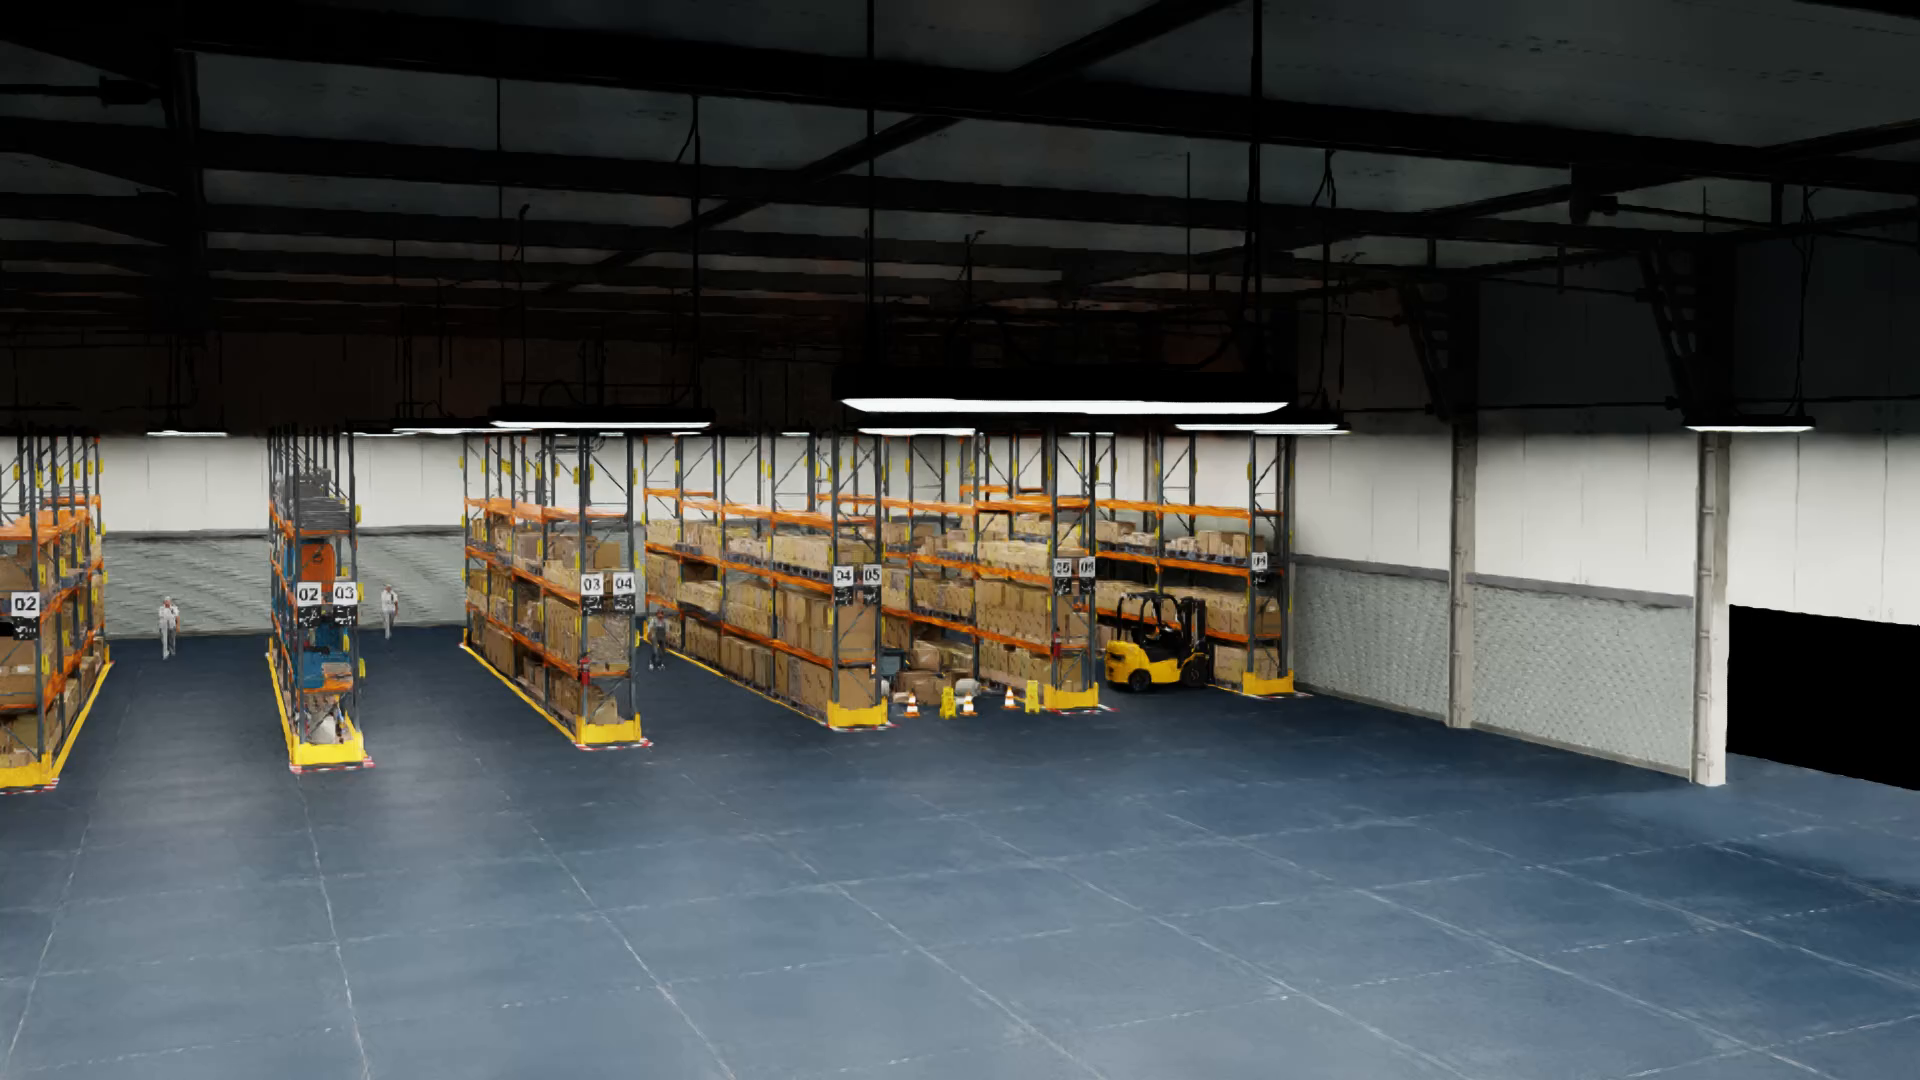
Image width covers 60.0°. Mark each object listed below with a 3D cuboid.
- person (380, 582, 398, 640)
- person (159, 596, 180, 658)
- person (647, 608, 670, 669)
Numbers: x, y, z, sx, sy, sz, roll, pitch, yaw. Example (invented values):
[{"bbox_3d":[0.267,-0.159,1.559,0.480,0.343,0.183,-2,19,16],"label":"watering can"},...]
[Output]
[{"bbox_3d":[-16.271,2.007,47.424,0.461,1.626,0.990,-2,4,-25],"label":"person"},{"bbox_3d":[-20.662,2.261,43.474,0.493,1.604,1.000,-2,4,-25],"label":"person"},{"bbox_3d":[-7.472,2.497,41.188,0.566,1.434,0.519,-2,4,-27],"label":"person"}]
